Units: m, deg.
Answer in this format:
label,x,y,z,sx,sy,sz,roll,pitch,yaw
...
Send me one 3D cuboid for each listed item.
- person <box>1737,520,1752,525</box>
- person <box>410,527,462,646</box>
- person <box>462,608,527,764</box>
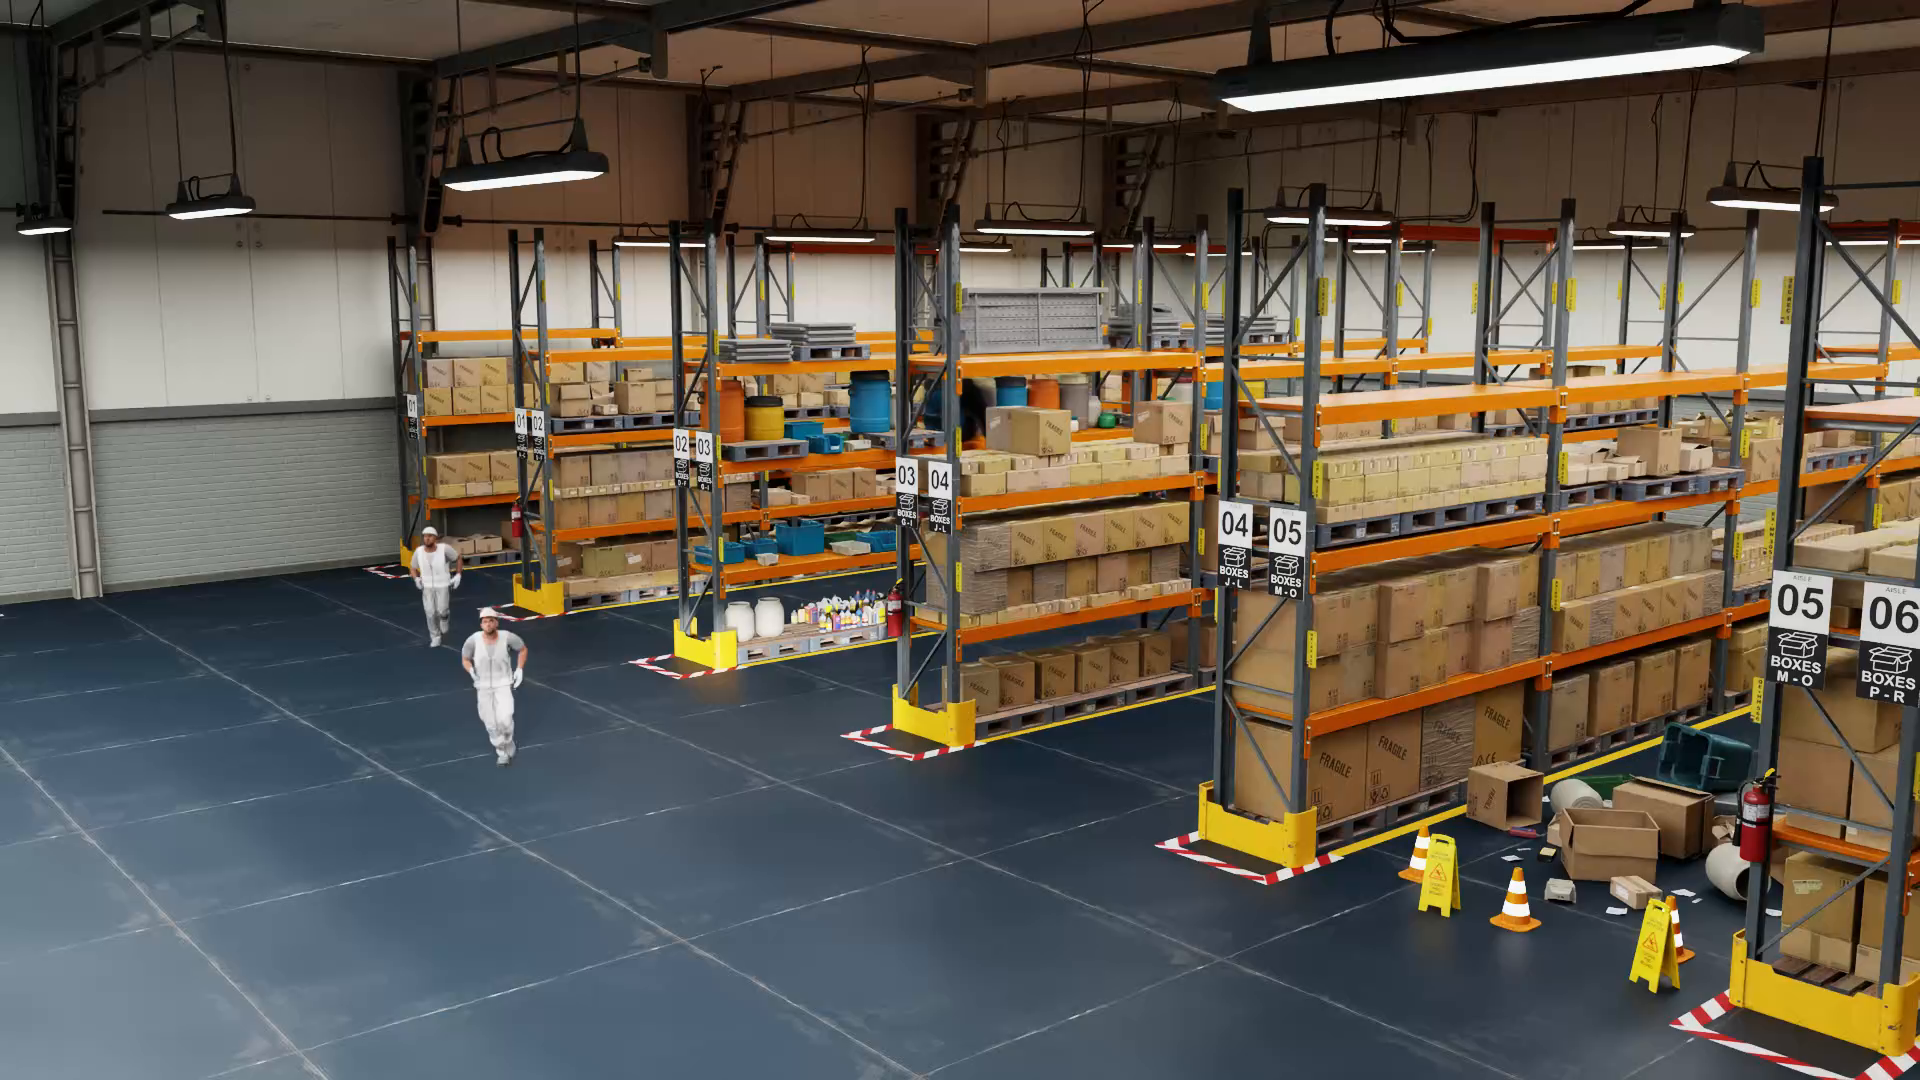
label,x,y,z,sx,sy,sz,roll,pitch,yaw
person,12.011,0.509,25.204,0.704,1.714,1.022,8,12,43
person,-7.500,0.671,23.786,0.711,1.740,0.663,-1,9,-6
person,-4.986,1.581,17.781,0.659,1.735,0.598,-1,9,-7
